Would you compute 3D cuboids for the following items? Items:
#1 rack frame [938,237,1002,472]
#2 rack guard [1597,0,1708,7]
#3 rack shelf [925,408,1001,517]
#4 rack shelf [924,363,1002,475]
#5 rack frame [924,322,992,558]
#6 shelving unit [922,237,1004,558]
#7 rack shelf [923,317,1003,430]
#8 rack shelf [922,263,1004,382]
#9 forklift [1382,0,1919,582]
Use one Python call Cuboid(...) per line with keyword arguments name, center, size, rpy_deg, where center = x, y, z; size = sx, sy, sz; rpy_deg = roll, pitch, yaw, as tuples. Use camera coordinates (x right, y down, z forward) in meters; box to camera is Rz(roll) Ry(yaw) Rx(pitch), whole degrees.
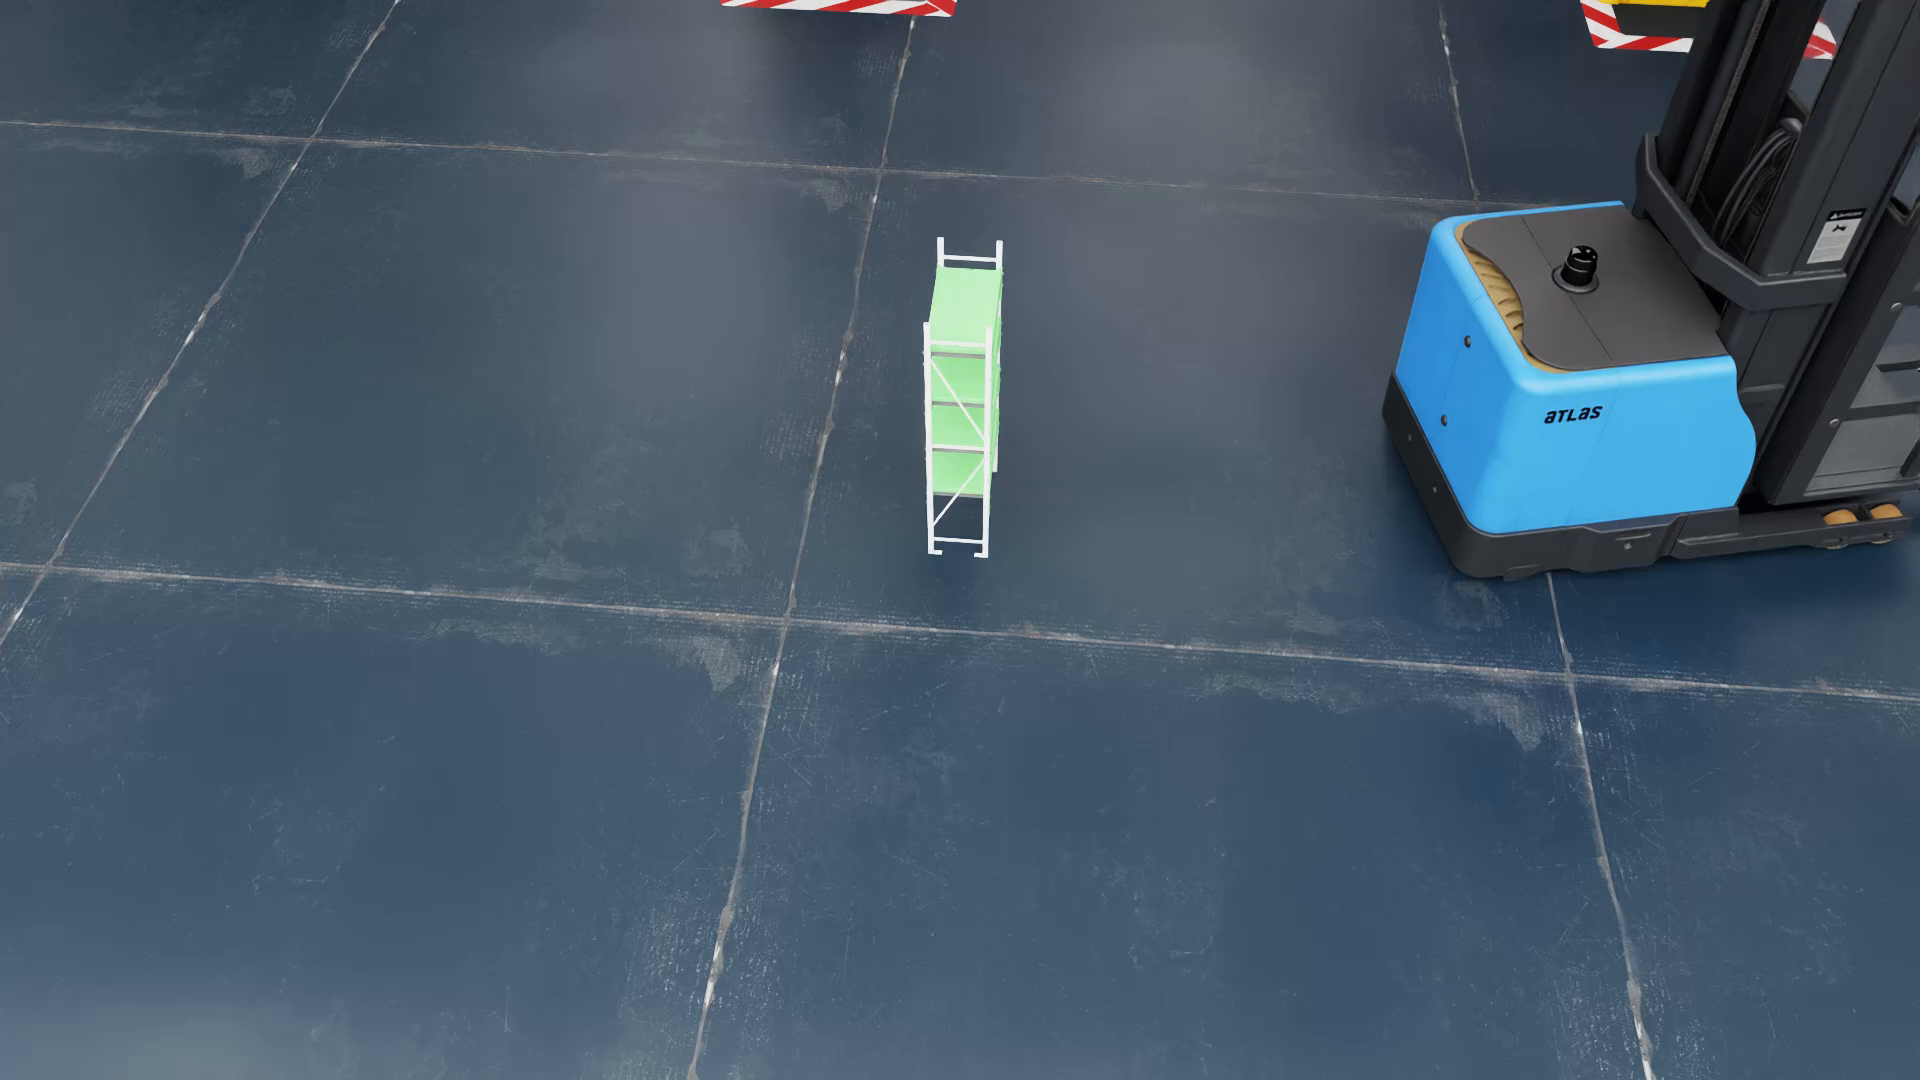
Cuboid(name="rack frame", center=(0.037, -0.706, 6.608), size=(0.240, 1.200, 0.015), rpy_deg=(4, 48, 4))
Cuboid(name="rack guard", center=(4.276, -3.359, 9.510), size=(1.175, 0.500, 0.348), rpy_deg=(4, 48, 4))
Cuboid(name="rack shelf", center=(0.015, -0.321, 6.669), size=(0.258, 0.148, 0.480), rpy_deg=(4, 48, 4))
Cuboid(name="rack shelf", center=(0.015, -0.483, 6.492), size=(0.258, 0.148, 0.480), rpy_deg=(4, 48, 4))
Cuboid(name="rack frame", center=(-0.007, -0.347, 6.280), size=(0.240, 1.200, 0.015), rpy_deg=(4, 48, 4))
Cuboid(name="shelving unit", center=(0.015, -0.527, 6.444), size=(0.258, 1.200, 0.503), rpy_deg=(4, 48, 4))
Cuboid(name="rack shelf", center=(0.015, -0.645, 6.314), size=(0.258, 0.148, 0.480), rpy_deg=(4, 48, 4))
Cuboid(name="rack shelf", center=(0.015, -0.807, 6.137), size=(0.258, 0.148, 0.480), rpy_deg=(4, 48, 4))
Cuboid(name="forklift", center=(3.382, -1.334, 6.010), size=(3.031, 2.935, 1.130), rpy_deg=(-7, 48, -6))
